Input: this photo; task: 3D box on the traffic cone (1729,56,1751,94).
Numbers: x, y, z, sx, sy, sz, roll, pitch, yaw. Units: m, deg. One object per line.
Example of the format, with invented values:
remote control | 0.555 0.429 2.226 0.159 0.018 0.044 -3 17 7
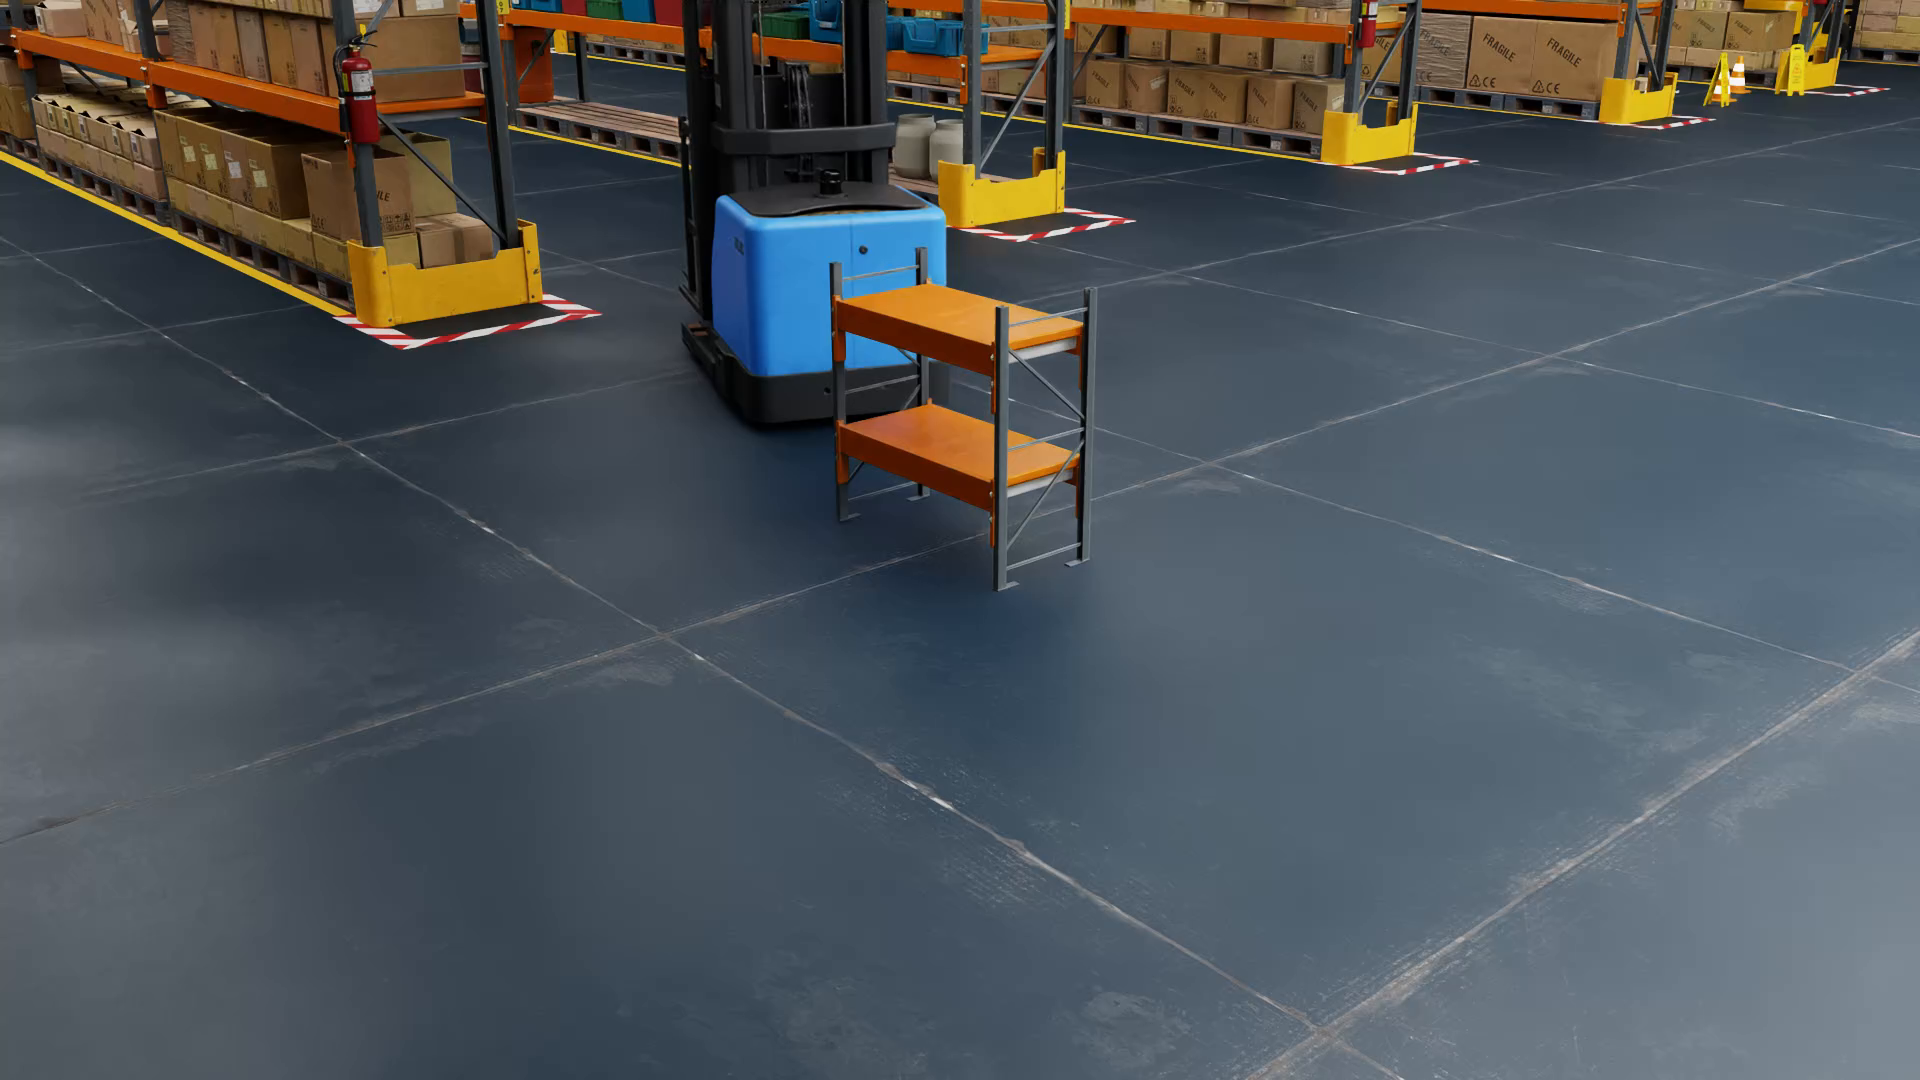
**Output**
traffic cone | 10.440 -6.249 22.305 0.336 0.463 0.334 -17 27 -37

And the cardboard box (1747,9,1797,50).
cardboard box | 11.365 -7.179 23.365 0.500 0.500 0.500 -19 28 -39

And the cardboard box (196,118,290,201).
cardboard box | -5.209 -2.793 12.169 0.500 0.500 0.500 -17 27 -37

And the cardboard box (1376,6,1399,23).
cardboard box | 4.185 -5.278 16.692 0.380 0.149 0.250 -17 27 -37

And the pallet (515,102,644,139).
pallet | -4.307 -4.769 18.872 1.003 0.211 1.213 -17 27 -37

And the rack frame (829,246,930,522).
rack frame | -0.336 -0.666 7.142 0.500 1.125 0.032 -17 27 -37

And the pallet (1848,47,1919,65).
pallet | 14.925 -7.705 26.366 1.003 0.211 1.213 -17 27 -37

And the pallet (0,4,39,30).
pallet | -9.034 -5.194 16.396 1.213 0.211 1.003 -17 27 -37

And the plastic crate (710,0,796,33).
plastic crate | -1.927 -4.982 15.676 0.767 0.338 0.504 -17 27 -37

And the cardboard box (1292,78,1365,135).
cardboard box | 3.796 -4.468 17.130 0.500 0.500 0.500 -12 24 -28

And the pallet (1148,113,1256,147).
pallet | 2.845 -4.552 18.317 1.003 0.211 1.213 -17 27 -37

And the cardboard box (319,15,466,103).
cardboard box | -3.612 -3.081 10.601 0.700 0.500 0.500 -17 27 -37

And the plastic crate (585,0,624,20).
plastic crate | -3.523 -5.501 17.207 0.450 0.188 0.662 -17 27 -37

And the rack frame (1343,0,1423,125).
rack frame | 4.190 -5.260 16.300 1.000 3.000 0.127 -17 27 -37

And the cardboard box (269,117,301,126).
cardboard box | -4.813 -2.918 12.487 0.500 0.500 0.500 -17 27 -37

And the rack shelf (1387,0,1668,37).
rack shelf | 6.708 -6.630 20.786 1.077 0.370 4.000 -17 27 -37

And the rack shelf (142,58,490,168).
rack shelf | -4.622 -3.120 11.824 1.077 0.370 4.000 -17 27 -37

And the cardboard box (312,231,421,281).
cardboard box | -3.891 -1.896 10.906 0.500 0.250 0.500 -17 27 -37

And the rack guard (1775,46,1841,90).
rack guard | 11.648 -6.476 22.833 1.175 0.500 0.348 -17 27 -37

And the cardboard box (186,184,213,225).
cardboard box | -5.532 -2.583 12.661 0.500 0.250 0.500 -17 27 -37

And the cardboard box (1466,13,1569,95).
cardboard box | 6.945 -6.033 20.612 0.875 0.875 0.875 -18 28 -38

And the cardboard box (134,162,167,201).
cardboard box | -6.418 -2.969 13.645 0.500 0.250 0.500 -18 28 -38

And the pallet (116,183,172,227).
pallet | -6.438 -2.904 14.108 1.003 0.211 1.213 -17 27 -37

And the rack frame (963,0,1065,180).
rack frame | 0.438 -4.081 13.290 1.000 3.000 0.127 -17 27 -37

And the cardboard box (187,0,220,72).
cardboard box | -5.284 -3.789 12.408 0.700 0.500 0.500 -18 28 -38

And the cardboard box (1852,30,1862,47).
cardboard box | 14.273 -8.052 26.622 0.500 0.250 0.500 -17 27 -37

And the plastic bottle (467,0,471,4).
plastic bottle | -5.710 -6.395 19.375 0.097 0.271 0.097 0 21 0

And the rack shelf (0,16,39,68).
rack shelf | -9.844 -5.331 17.467 1.077 0.370 4.000 -17 27 -37

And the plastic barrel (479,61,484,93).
plastic barrel | -5.552 -5.594 19.989 0.421 0.512 0.421 0 21 0

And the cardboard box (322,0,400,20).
cardboard box | -3.711 -3.311 10.299 0.380 0.149 0.250 -18 28 -38

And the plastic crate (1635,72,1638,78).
plastic crate | 9.491 -6.736 24.072 0.583 0.080 0.402 12 24 27

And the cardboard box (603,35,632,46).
cardboard box | -5.181 -8.477 26.853 0.875 0.875 0.875 -17 27 -37

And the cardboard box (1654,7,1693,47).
cardboard box | 10.310 -7.327 23.745 0.500 0.500 0.500 -18 28 -39

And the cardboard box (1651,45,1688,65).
cardboard box | 10.289 -6.982 23.891 0.500 0.250 0.500 -19 28 -39

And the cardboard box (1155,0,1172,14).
cardboard box | 2.327 -5.778 17.966 0.380 0.149 0.250 -17 27 -37

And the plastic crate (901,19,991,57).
plastic crate | -0.115 -4.079 13.488 0.499 0.251 0.616 -17 27 -37

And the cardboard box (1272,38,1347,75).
cardboard box | 4.930 -6.816 22.782 1.050 0.750 0.750 -18 27 -38

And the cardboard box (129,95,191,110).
cardboard box | -7.339 -3.921 15.308 0.500 0.311 0.500 -18 27 -38

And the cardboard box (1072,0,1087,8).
cardboard box | 1.492 -6.117 18.833 0.380 0.149 0.250 -17 27 -37

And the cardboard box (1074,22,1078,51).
cardboard box | 1.828 -7.919 25.940 0.500 0.500 0.500 -16 27 -35

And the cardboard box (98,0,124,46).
cardboard box | -7.087 -4.554 14.362 0.500 0.500 0.500 -17 27 -37

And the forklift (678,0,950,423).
forklift | -1.008 -2.452 9.226 1.130 2.935 3.031 -7 22 -17

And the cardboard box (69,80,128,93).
cardboard box | -8.619 -4.348 16.796 0.500 0.500 0.500 -16 27 -35

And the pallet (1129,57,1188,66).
pallet | 3.250 -7.089 24.793 1.003 0.211 1.213 -17 27 -37

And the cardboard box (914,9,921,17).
cardboard box | -0.613 -9.038 28.463 0.380 0.149 0.250 -18 28 -38

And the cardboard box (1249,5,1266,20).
cardboard box | 3.200 -5.450 17.131 0.380 0.149 0.250 -17 27 -37

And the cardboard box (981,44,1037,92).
cardboard box | 0.532 -5.871 20.686 0.500 0.500 0.700 20 29 41

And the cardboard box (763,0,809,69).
cardboard box | -2.042 -7.120 23.387 1.225 0.875 0.875 -17 27 -37

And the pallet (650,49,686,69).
pallet | -4.080 -7.506 25.858 1.003 0.211 1.213 -17 27 -37

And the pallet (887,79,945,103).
pallet | -0.523 -5.956 21.900 1.003 0.211 1.213 -17 27 -37

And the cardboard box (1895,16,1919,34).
cardboard box | 14.901 -8.010 25.830 0.500 0.250 0.500 -18 28 -38

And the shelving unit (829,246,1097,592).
shelving unit | -0.004 -0.526 6.784 0.538 1.125 1.048 -17 27 -37

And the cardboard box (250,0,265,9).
cardboard box | -4.557 -3.669 11.212 0.380 0.149 0.250 -17 27 -36

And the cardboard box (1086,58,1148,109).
cardboard box | 1.810 -5.277 19.195 0.500 0.500 0.500 -18 28 -39

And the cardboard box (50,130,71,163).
cardboard box | -8.091 -3.675 15.448 0.500 0.250 0.500 -18 28 -39

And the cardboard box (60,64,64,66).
cardboard box | -10.294 -5.052 18.595 0.500 0.500 0.500 -17 27 -37

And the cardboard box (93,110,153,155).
cardboard box | -7.078 -3.508 14.254 0.500 0.311 0.500 -18 27 -38
